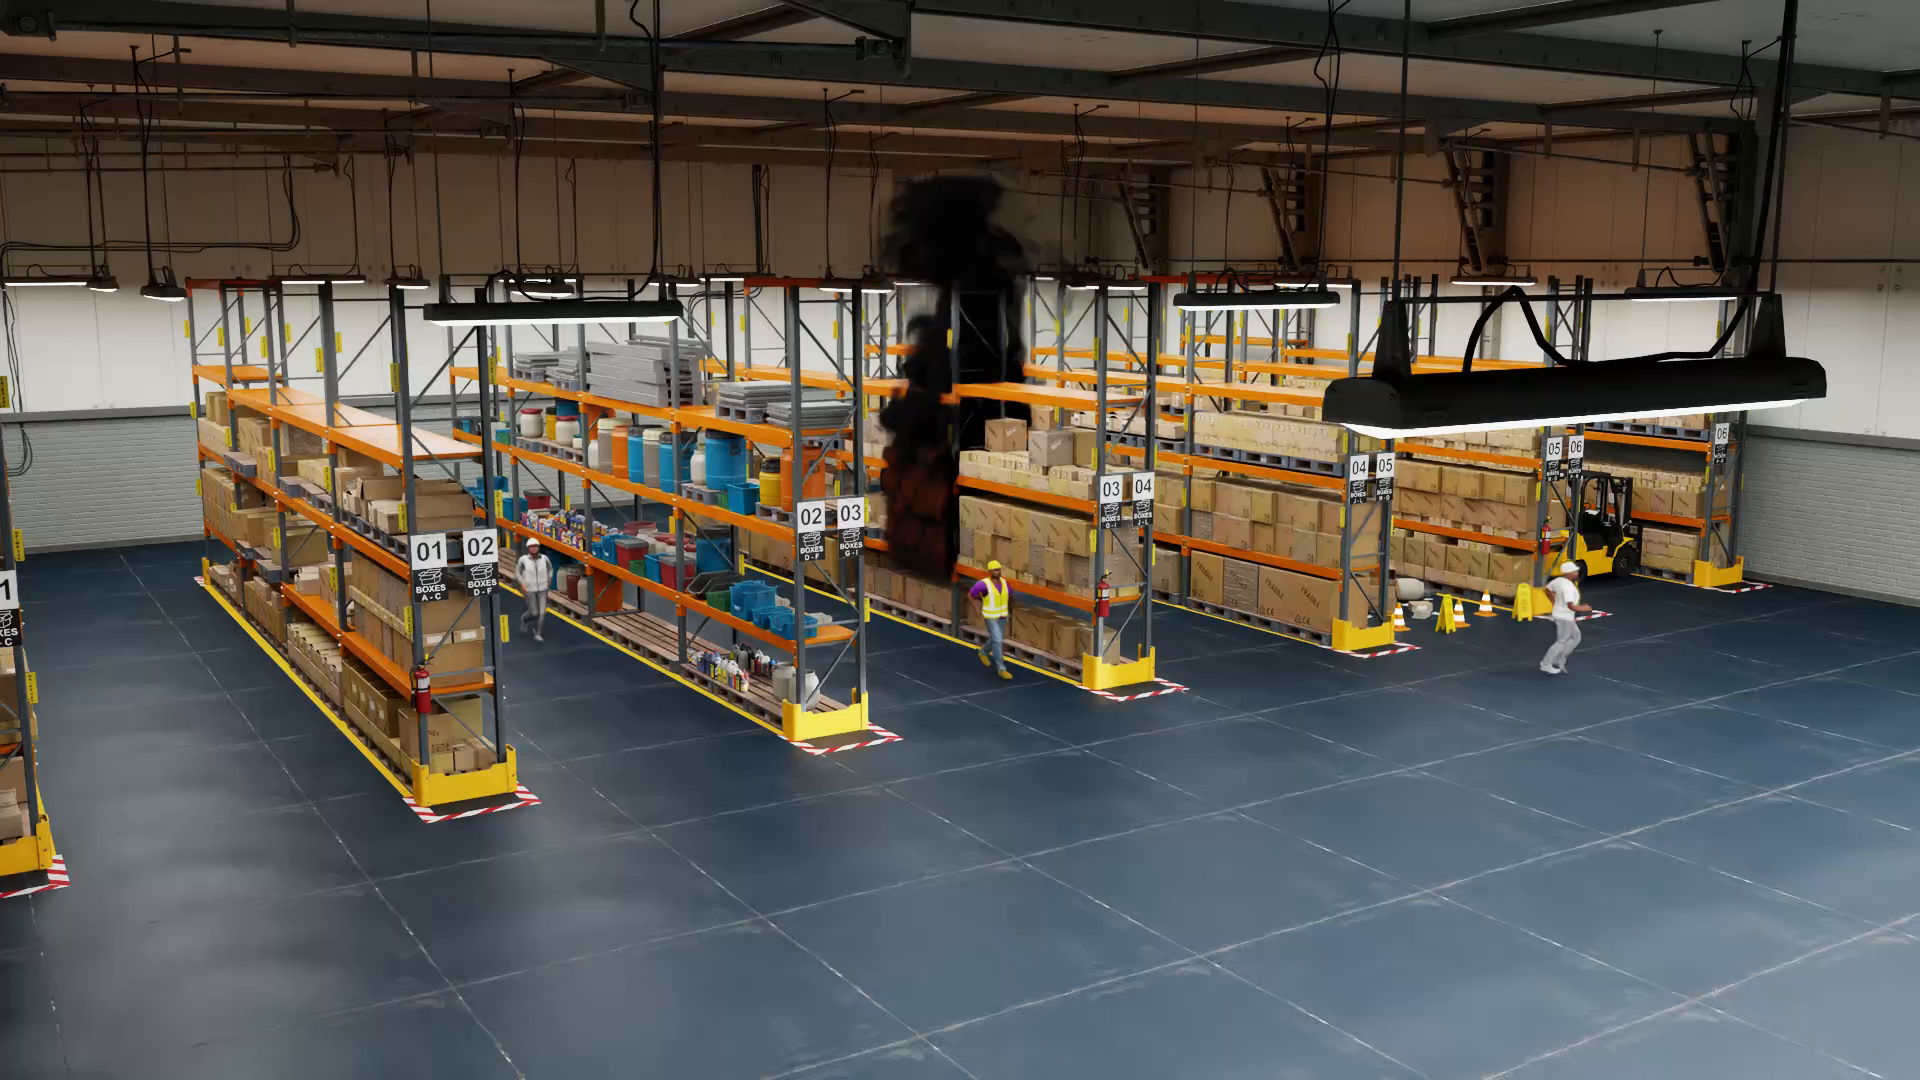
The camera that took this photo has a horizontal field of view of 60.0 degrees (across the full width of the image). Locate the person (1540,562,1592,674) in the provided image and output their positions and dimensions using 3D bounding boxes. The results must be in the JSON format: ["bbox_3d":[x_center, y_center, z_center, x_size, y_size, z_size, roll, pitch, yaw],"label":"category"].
[{"bbox_3d":[9.324,1.217,25.577,0.706,1.794,0.723,2,10,11],"label":"person"}]

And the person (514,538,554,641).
[{"bbox_3d":[-7.124,0.824,27.939,0.656,1.746,0.627,-5,11,-29],"label":"person"}]

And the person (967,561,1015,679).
[{"bbox_3d":[0.539,1.181,25.508,0.700,1.754,0.989,-7,12,-37],"label":"person"}]

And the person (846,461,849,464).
[{"bbox_3d":[-2.780,-1.055,38.962,0.701,1.753,0.860,-4,10,-22],"label":"person"}]
